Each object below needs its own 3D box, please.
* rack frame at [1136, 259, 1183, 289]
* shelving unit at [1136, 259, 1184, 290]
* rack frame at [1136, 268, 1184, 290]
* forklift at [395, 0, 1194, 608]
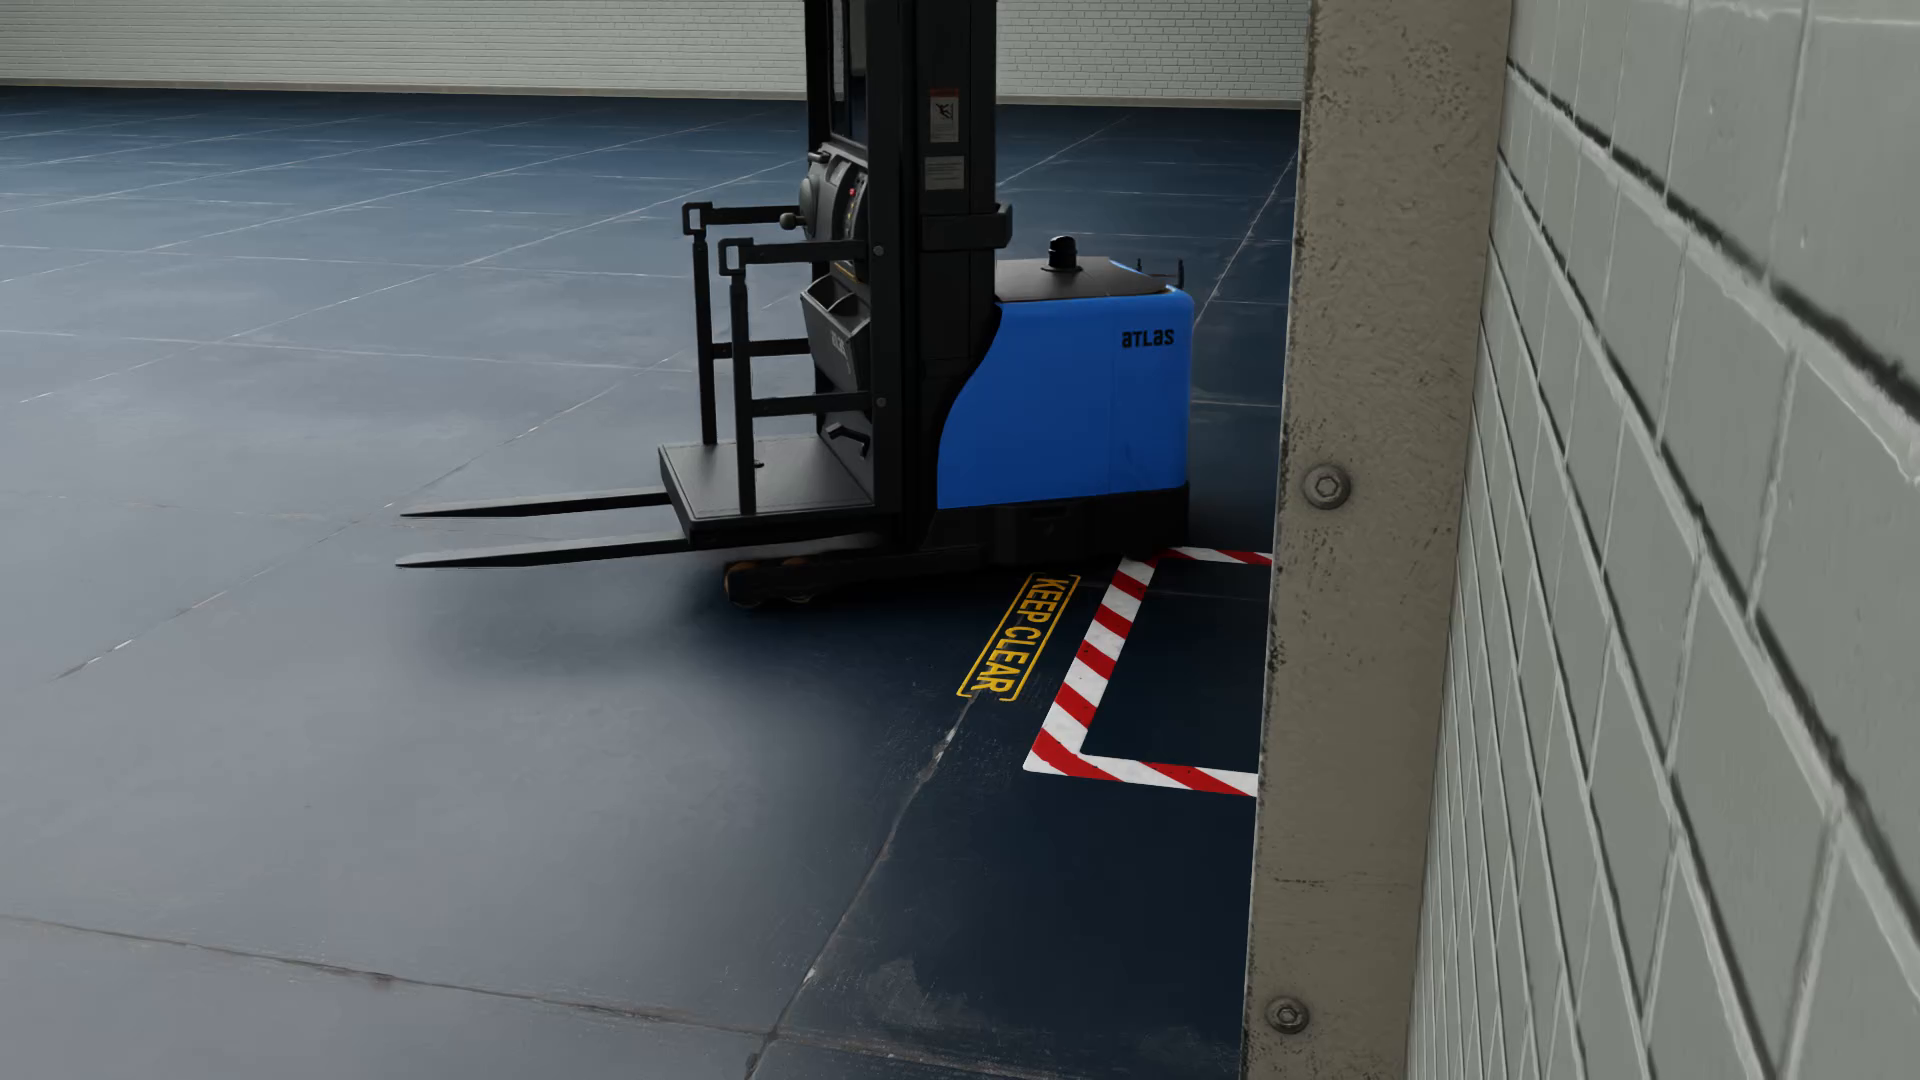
[{"bbox_3d":[0.871,-0.728,7.419,0.200,1.050,0.008,2,19,6],"label":"rack frame"},{"bbox_3d":[0.858,-0.689,7.304,0.215,1.050,0.252,2,19,6],"label":"shelving unit"},{"bbox_3d":[0.844,-0.649,7.189,0.200,1.050,0.008,2,19,6],"label":"rack frame"},{"bbox_3d":[-0.661,-1.325,6.257,3.031,2.935,1.130,-5,20,-15],"label":"forklift"}]
